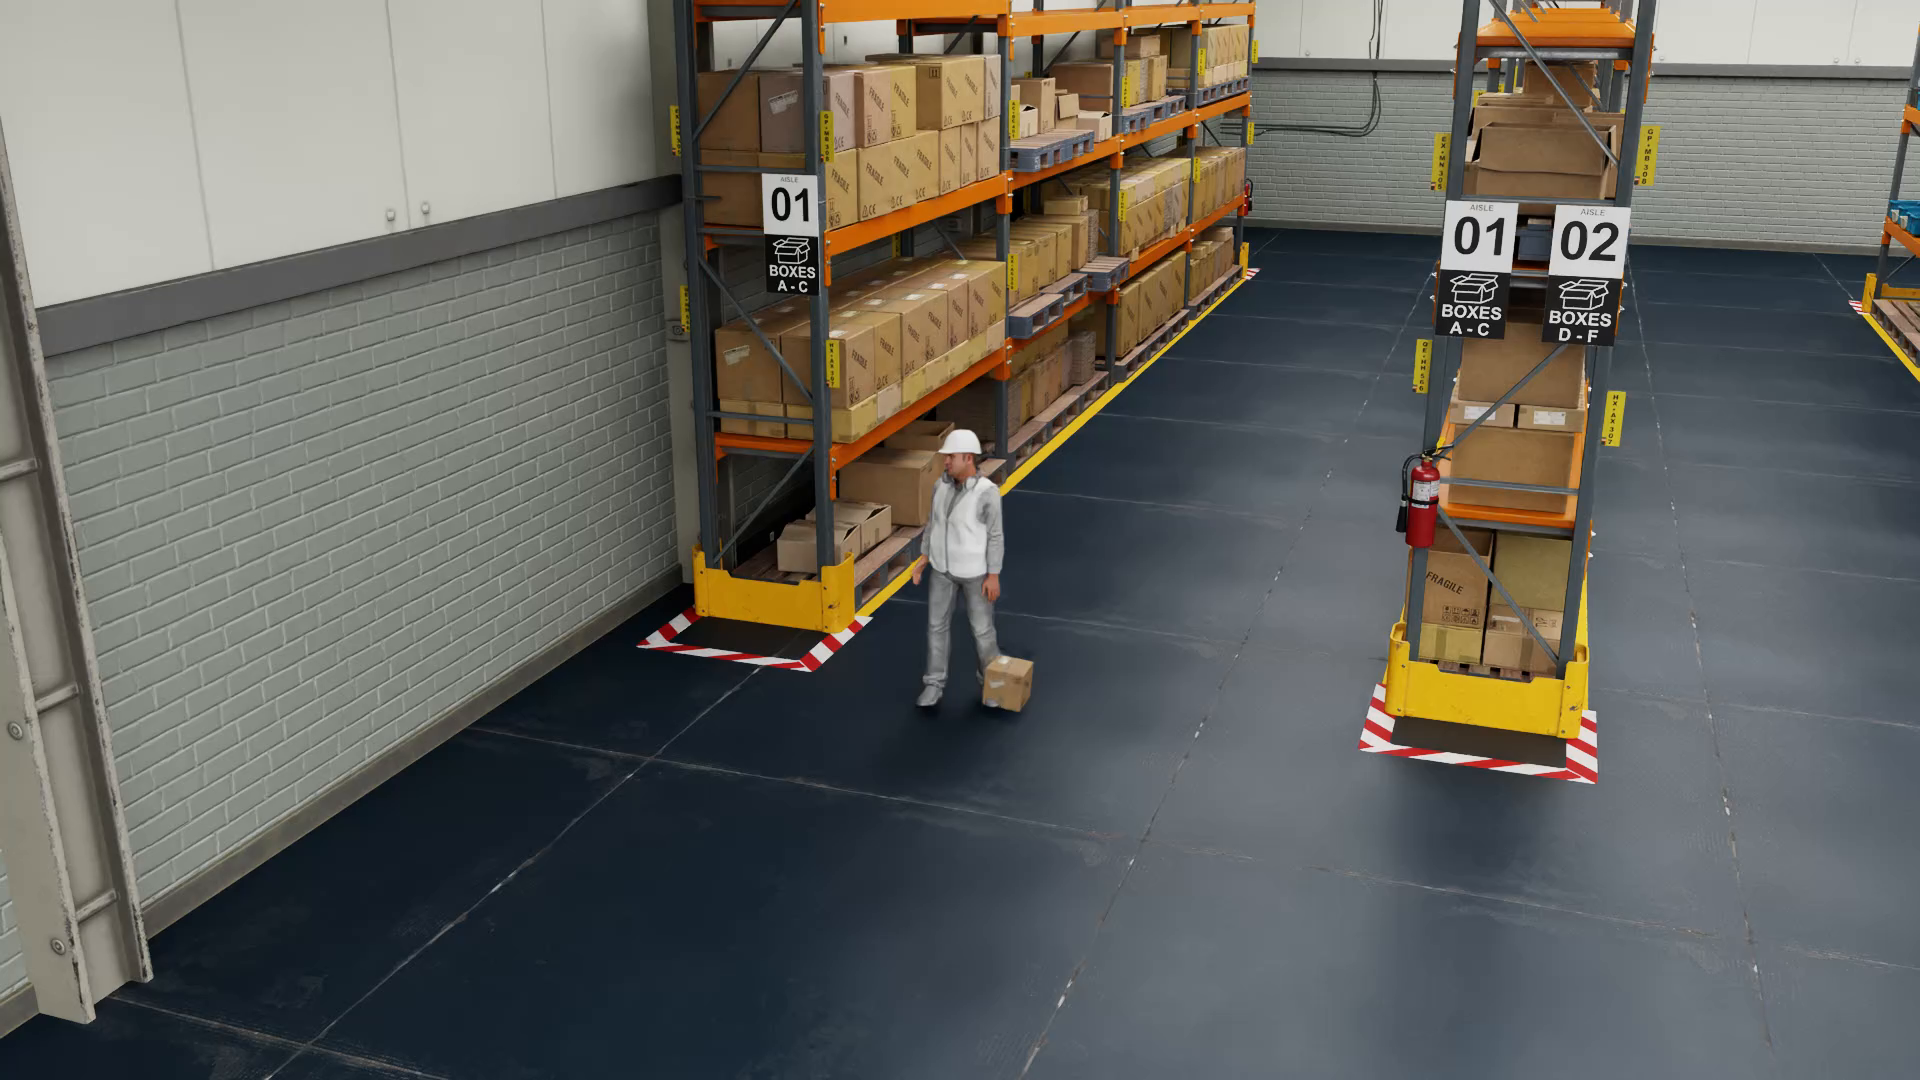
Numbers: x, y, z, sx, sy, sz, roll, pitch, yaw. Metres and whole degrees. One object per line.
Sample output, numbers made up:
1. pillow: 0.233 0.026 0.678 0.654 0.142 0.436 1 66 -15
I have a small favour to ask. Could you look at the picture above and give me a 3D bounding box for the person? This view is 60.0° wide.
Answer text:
1. person: -0.023 0.192 10.375 0.614 1.773 0.555 11 22 31
